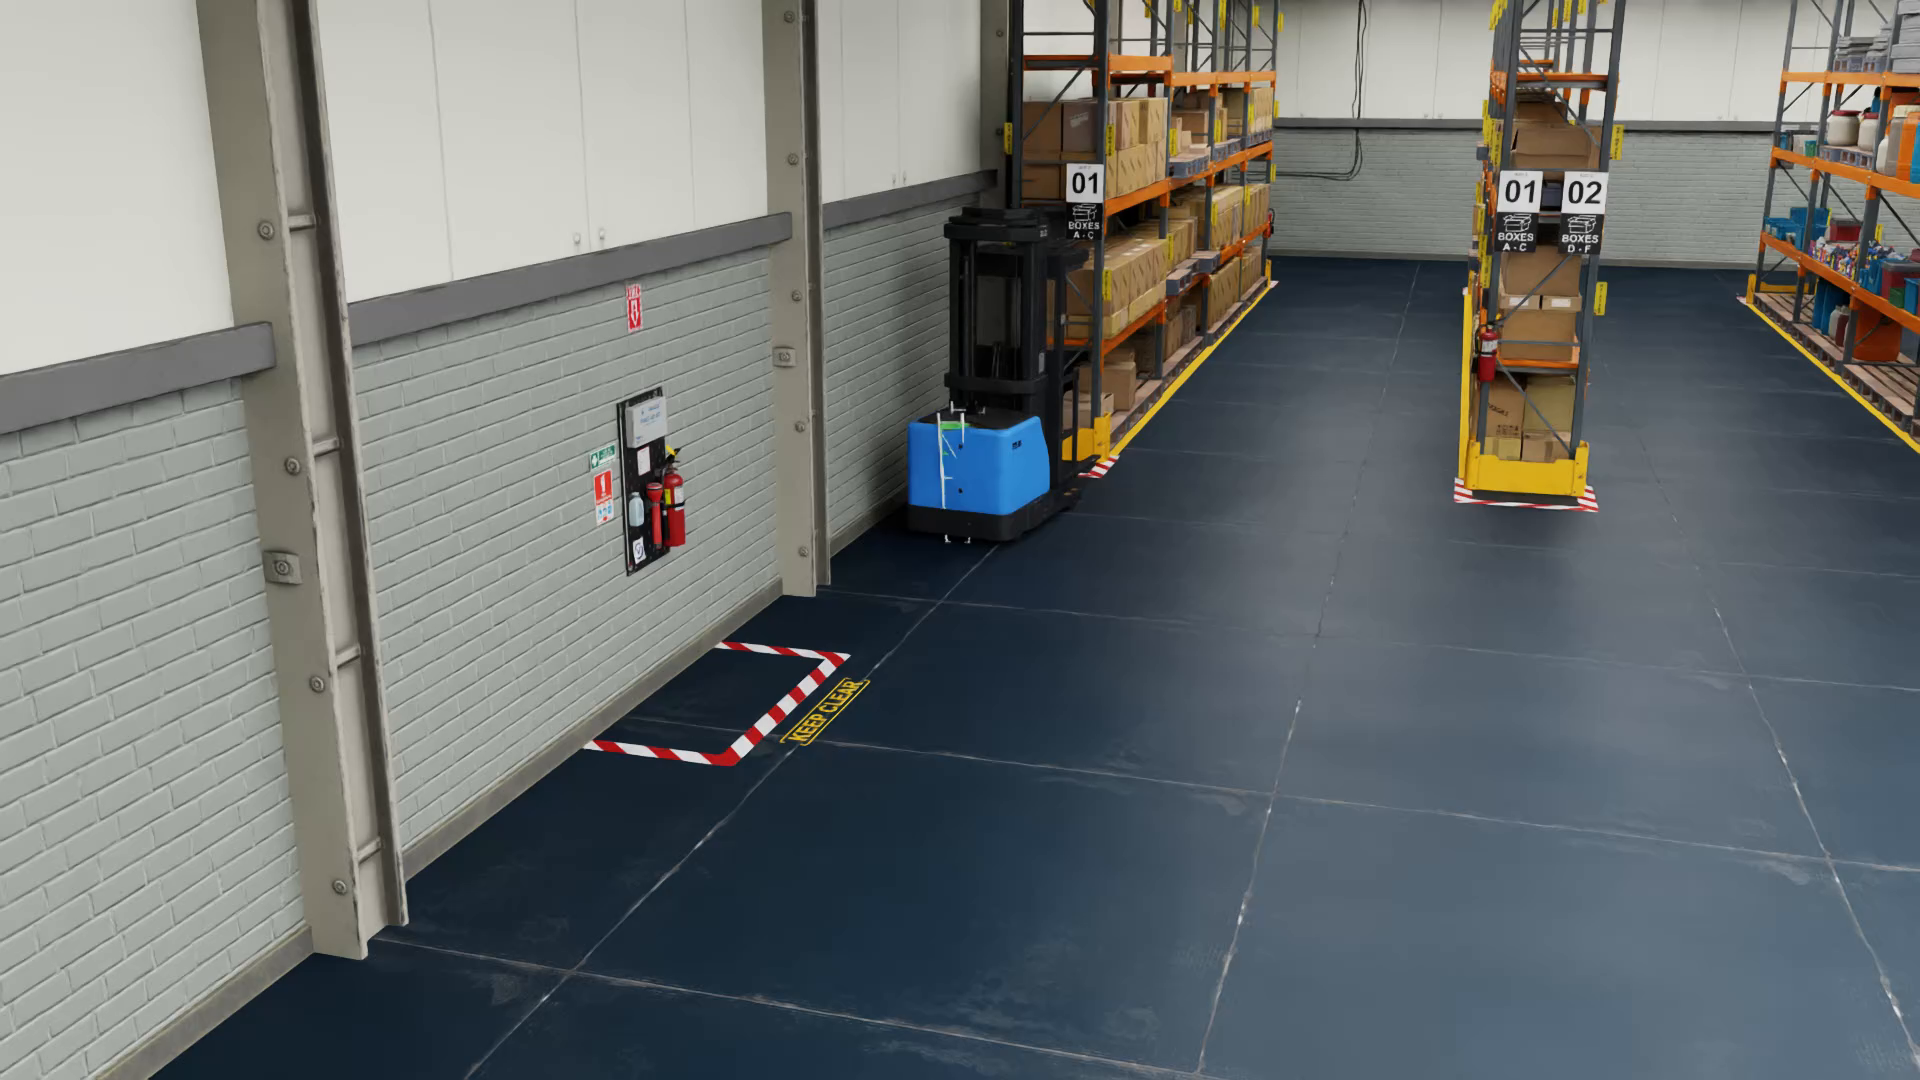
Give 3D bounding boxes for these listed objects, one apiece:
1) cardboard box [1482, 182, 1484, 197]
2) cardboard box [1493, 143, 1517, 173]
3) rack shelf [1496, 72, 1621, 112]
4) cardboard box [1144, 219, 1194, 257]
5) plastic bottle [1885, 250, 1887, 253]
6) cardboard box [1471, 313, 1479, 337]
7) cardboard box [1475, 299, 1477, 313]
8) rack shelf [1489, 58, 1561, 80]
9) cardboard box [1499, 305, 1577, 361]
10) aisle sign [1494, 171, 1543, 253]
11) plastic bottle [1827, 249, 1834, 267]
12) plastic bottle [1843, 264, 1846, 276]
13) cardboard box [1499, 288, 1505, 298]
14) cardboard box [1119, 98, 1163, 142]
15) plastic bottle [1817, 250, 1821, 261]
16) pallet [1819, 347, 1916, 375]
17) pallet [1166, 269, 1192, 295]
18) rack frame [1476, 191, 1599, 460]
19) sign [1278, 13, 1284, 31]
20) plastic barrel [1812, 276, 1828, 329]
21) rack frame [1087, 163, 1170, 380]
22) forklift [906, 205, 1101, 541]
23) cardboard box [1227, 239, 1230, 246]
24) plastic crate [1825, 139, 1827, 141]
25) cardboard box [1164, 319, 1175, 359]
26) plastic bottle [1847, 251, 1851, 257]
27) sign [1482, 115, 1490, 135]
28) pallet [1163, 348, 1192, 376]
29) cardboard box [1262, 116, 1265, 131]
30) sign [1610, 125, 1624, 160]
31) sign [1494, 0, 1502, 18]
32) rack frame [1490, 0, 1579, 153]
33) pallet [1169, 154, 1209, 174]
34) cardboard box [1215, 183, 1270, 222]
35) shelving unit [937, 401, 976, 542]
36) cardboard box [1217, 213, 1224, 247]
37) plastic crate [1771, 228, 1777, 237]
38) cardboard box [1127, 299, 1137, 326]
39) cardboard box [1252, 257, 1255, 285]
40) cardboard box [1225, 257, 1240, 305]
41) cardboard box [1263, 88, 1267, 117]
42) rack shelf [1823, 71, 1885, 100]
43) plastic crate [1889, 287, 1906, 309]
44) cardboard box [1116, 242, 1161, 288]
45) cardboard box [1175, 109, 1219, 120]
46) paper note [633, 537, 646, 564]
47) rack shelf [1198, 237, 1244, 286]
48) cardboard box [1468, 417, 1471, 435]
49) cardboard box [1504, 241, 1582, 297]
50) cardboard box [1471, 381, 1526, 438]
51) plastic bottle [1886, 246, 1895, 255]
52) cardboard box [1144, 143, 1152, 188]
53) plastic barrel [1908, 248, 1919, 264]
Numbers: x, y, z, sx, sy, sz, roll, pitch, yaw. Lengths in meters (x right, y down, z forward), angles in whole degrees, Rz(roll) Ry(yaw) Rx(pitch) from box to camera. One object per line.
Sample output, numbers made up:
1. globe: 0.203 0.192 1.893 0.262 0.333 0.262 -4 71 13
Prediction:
1. cardboard box: 9.104 -5.796 28.172 0.500 0.500 0.500 5 17 16
2. cardboard box: 6.031 -4.112 17.890 0.500 0.311 0.500 7 17 22
3. rack shelf: 6.367 -4.846 17.895 1.077 0.370 4.000 5 16 16
4. cardboard box: 3.064 -4.439 24.414 0.700 0.500 0.500 3 16 11
5. plastic bottle: 13.700 -4.153 24.632 0.097 0.271 0.097 0 16 0
6. cardboard box: 7.641 -3.103 23.934 0.500 0.311 0.500 5 17 18
7. cardboard box: 8.260 -3.475 25.781 0.500 0.500 0.500 4 16 14
8. rack shelf: 9.777 -8.176 28.910 1.077 0.370 4.000 5 16 16
9. cardboard box: 5.943 -2.144 17.130 0.700 0.500 0.500 5 16 16
10. aisle sign: 5.498 -3.231 16.381 0.394 0.787 0.004 5 16 16
11. plastic bottle: 13.044 -4.219 24.865 0.097 0.271 0.097 0 16 0
12. plastic bottle: 12.725 -3.892 23.838 0.097 0.201 0.097 0 16 0
13. cardboard box: 5.797 -2.519 17.261 0.380 0.149 0.250 5 17 17
14. cardboard box: 2.156 -5.090 20.147 0.500 0.500 0.500 6 17 19
15. plastic bottle: 13.269 -4.393 25.605 0.097 0.201 0.097 0 16 0
16. pallet: 13.004 -2.551 23.857 1.003 0.211 1.213 5 16 16
17. pallet: 2.541 -3.501 22.448 1.003 0.211 1.213 5 16 16
18. rack frame: 5.798 -1.975 16.716 1.000 3.000 0.127 5 16 16
19. sign: 6.111 -9.872 31.707 0.100 0.325 0.005 5 16 16
20. plastic barrel: 13.786 -3.781 26.159 0.600 0.901 0.708 5 16 16
21. rack frame: 2.184 -3.405 21.757 1.000 3.000 0.127 5 16 16
22. forklift: 0.569 -1.756 16.069 1.130 2.935 3.031 7 17 23
23. cardboard box: 4.316 -5.012 27.845 0.380 0.149 0.250 5 16 16
24. plastic crate: 15.087 -6.837 28.749 0.450 0.188 0.336 5 16 16
25. cardboard box: 2.660 -2.877 23.671 0.700 0.500 0.500 5 17 17
26. plastic bottle: 13.041 -4.102 24.429 0.061 0.283 0.133 5 16 16
27. sign: 8.686 -6.846 27.447 0.100 0.325 0.005 5 16 16
28. pallet: 2.749 -2.587 23.985 1.003 0.211 1.213 5 16 16
29. cardboard box: 5.351 -7.680 30.656 0.500 0.250 0.500 4 16 14
30. sign: 6.329 -3.832 16.020 0.100 0.325 0.005 5 16 16
31. sign: 7.549 -7.481 23.278 0.100 0.325 0.005 5 16 16
32. rack frame: 8.072 -6.954 23.277 1.000 3.000 0.127 5 16 16
33. pallet: 2.754 -5.182 22.871 1.213 0.211 1.003 5 16 16
34. cardboard box: 5.459 -6.554 32.311 0.980 0.700 0.700 5 17 18
35. shelving unit: 0.006 -0.630 15.218 0.258 1.200 0.503 1 18 14
36. cardboard box: 3.862 -4.896 26.248 0.500 0.500 0.500 5 17 18
37. plastic crate: 14.344 -5.384 29.108 0.250 0.136 0.298 5 16 16
38. cardboard box: 1.775 -2.669 19.400 0.500 0.250 0.500 4 16 15
39. cardboard box: 5.207 -5.090 31.511 0.700 0.500 0.500 4 16 14
40. cardboard box: 4.398 -4.485 28.737 0.750 0.750 0.750 5 17 17
41. cardboard box: 5.355 -8.046 30.572 0.500 0.500 0.500 4 16 13
42. rack shelf: 13.388 -6.554 23.917 1.077 0.370 4.000 5 16 16
43. plastic crate: 11.907 -3.012 20.761 0.450 0.188 0.662 5 16 16
44. cardboard box: 2.210 -3.424 20.690 0.500 0.500 0.500 5 16 16
45. cardboard box: 3.803 -6.702 26.896 0.700 0.500 0.500 5 16 16
46. paper note: -2.143 0.070 11.122 0.016 0.148 0.142 5 16 16
47. rack shelf: 3.890 -4.628 27.389 1.077 0.370 4.000 5 16 16
48. cardboard box: 5.938 -1.280 18.536 0.500 0.250 0.500 5 16 16
49. cardboard box: 5.958 -2.782 17.002 0.700 0.500 0.500 5 16 16
50. cardboard box: 5.665 -1.378 17.508 0.500 0.500 0.500 5 16 16
51. plastic bottle: 13.696 -4.152 24.481 0.144 0.351 0.185 5 16 16
52. cardboard box: 2.001 -4.475 19.813 0.500 0.500 0.500 4 16 14
53. plastic barrel: 12.978 -3.604 22.208 0.600 0.536 0.708 5 16 16
